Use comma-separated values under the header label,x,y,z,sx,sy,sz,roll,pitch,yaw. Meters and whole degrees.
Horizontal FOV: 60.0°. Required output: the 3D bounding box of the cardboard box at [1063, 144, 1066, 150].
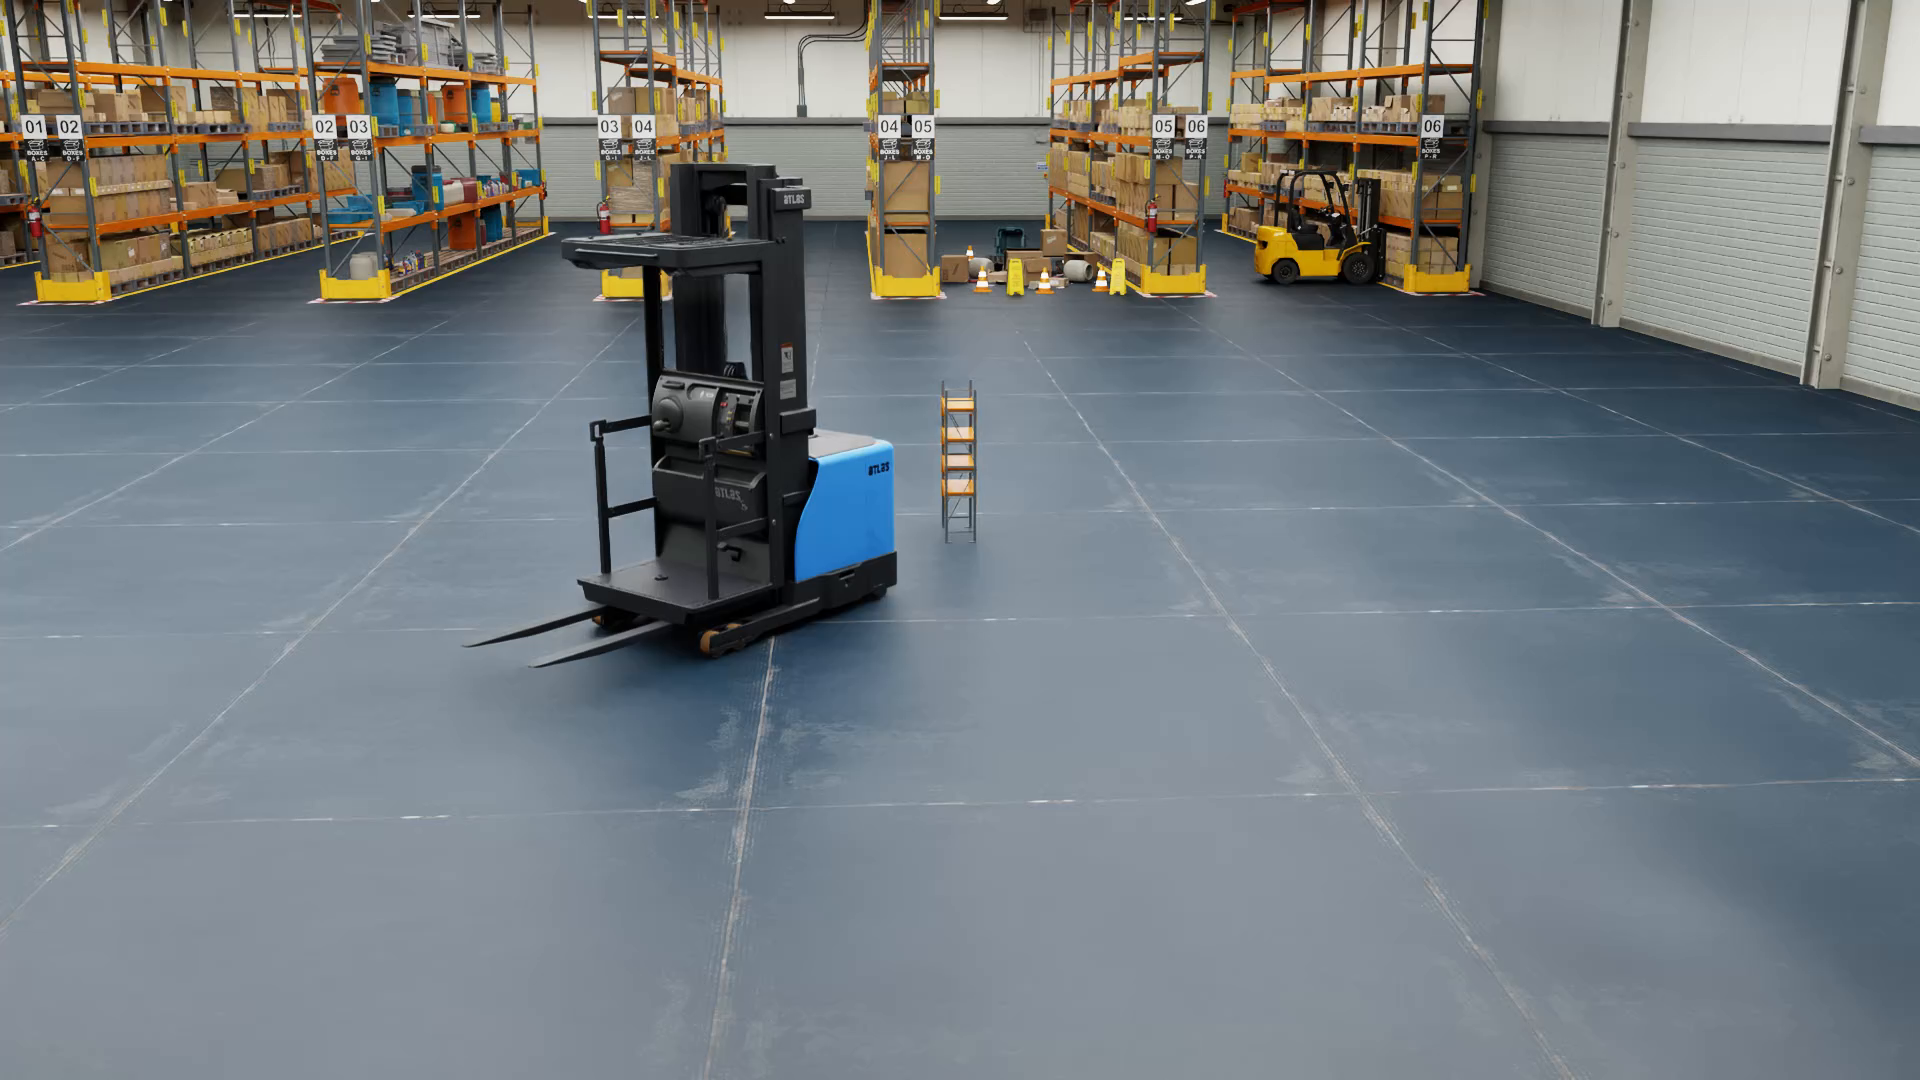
label,x,y,z,sx,sy,sz,roll,pitch,yaw
cardboard box,2.892,-10.211,43.184,0.380,0.149,0.250,-1,14,-4

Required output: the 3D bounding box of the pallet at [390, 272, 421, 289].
label,x,y,z,sx,sy,sz,roll,pitch,yaw
pallet,-11.032,-4.997,32.026,1.003,0.211,1.213,-1,14,-3

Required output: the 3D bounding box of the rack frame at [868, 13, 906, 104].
label,x,y,z,sx,sy,sz,roll,pitch,yaw
rack frame,-1.954,-12.837,44.861,1.000,3.000,0.127,-1,14,-3

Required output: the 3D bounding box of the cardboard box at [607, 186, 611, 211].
label,x,y,z,sx,sy,sz,roll,pitch,yaw
cardboard box,-6.077,-6.354,30.903,0.875,0.500,0.500,-1,14,-3

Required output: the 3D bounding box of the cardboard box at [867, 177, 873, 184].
label,x,y,z,sx,sy,sz,roll,pitch,yaw
cardboard box,-1.944,-8.284,38.268,0.380,0.149,0.250,-1,14,-2

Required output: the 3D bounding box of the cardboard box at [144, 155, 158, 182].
label,x,y,z,sx,sy,sz,roll,pitch,yaw
cardboard box,-15.989,-7.185,32.127,0.700,0.500,0.500,-1,14,-4

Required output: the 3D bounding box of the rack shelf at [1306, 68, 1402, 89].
label,x,y,z,sx,sy,sz,roll,pitch,yaw
rack shelf,8.554,-9.987,36.030,1.077,0.370,4.000,-1,14,-3

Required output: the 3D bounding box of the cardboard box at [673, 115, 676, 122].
label,x,y,z,sx,sy,sz,roll,pitch,yaw
cardboard box,-5.859,-8.393,33.108,0.380,0.149,0.250,0,14,-2

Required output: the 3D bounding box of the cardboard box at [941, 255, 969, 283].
label,x,y,z,sx,sy,sz,roll,pitch,yaw
cardboard box,-0.090,-5.368,32.881,0.500,0.500,0.500,2,15,6

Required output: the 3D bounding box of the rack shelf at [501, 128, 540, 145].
label,x,y,z,sx,sy,sz,roll,pitch,yaw
rack shelf,-11.730,-10.411,42.894,1.077,0.370,4.000,-1,14,-3

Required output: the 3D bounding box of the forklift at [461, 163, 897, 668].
label,x,y,z,sx,sy,sz,roll,pitch,yaw
forklift,-1.737,-0.837,10.395,1.130,2.935,3.031,11,18,36

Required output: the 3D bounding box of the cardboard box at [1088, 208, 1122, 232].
label,x,y,z,sx,sy,sz,roll,pitch,yaw
cardboard box,3.516,-7.391,39.155,0.875,0.875,0.875,-1,14,-4

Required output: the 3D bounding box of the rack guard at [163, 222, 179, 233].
label,x,y,z,sx,sy,sz,roll,pitch,yaw
rack guard,-21.744,-8.447,44.851,1.175,0.500,0.348,-1,14,-3

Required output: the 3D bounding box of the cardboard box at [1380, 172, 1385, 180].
label,x,y,z,sx,sy,sz,roll,pitch,yaw
cardboard box,8.560,-7.230,33.009,0.380,0.149,0.250,-1,14,-4

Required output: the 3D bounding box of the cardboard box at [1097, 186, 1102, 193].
label,x,y,z,sx,sy,sz,roll,pitch,yaw
cardboard box,3.262,-7.834,37.114,0.380,0.149,0.250,-1,14,-3

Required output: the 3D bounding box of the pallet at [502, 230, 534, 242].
label,x,y,z,sx,sy,sz,roll,pitch,yaw
pallet,-11.769,-7.945,43.483,1.003,0.211,1.213,-1,14,-3

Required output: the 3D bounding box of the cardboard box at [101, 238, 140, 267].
label,x,y,z,sx,sy,sz,roll,pitch,yaw
cardboard box,-15.695,-5.370,31.046,0.500,0.500,0.500,-1,14,-3

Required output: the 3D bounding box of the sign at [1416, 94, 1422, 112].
label,x,y,z,sx,sy,sz,roll,pitch,yaw
sign,8.383,-7.970,30.346,0.100,0.325,0.005,-1,14,-3

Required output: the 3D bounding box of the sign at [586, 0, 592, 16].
label,x,y,z,sx,sy,sz,roll,pitch,yaw
sign,-6.475,-9.332,29.046,0.100,0.325,0.005,-1,14,-3

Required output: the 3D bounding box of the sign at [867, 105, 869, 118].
label,x,y,z,sx,sy,sz,roll,pitch,yaw
sign,-2.248,-10.630,41.264,0.100,0.325,0.005,-1,14,-3

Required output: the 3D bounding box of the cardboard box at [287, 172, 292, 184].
label,x,y,z,sx,sy,sz,roll,pitch,yaw
cardboard box,-16.838,-8.903,41.407,0.500,0.500,0.500,-1,14,-3

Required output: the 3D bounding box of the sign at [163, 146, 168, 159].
label,x,y,z,sx,sy,sz,roll,pitch,yaw
sign,-21.200,-10.332,44.362,0.100,0.325,0.005,-1,14,-3

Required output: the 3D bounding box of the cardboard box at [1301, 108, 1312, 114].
label,x,y,z,sx,sy,sz,roll,pitch,yaw
cardboard box,8.113,-9.920,38.444,0.380,0.149,0.250,0,14,-2

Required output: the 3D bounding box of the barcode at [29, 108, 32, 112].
label,x,y,z,sx,sy,sz,roll,pitch,yaw
barcode,-16.307,-7.551,29.169,0.001,0.075,0.075,-1,14,-3

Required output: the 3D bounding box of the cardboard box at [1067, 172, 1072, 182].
label,x,y,z,sx,sy,sz,roll,pitch,yaw
cardboard box,2.974,-9.094,41.651,0.500,0.250,0.500,-1,14,-5

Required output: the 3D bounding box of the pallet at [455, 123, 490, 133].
label,x,y,z,sx,sy,sz,roll,pitch,yaw
pallet,-11.308,-9.367,37.773,1.003,0.211,1.213,-1,14,-3

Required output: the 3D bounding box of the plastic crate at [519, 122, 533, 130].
label,x,y,z,sx,sy,sz,roll,pitch,yaw
plastic crate,-11.508,-10.913,43.828,0.450,0.188,0.336,-1,14,-3

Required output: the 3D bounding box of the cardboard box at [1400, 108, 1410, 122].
label,x,y,z,sx,sy,sz,roll,pitch,yaw
cardboard box,8.555,-8.036,31.445,0.396,0.266,0.258,-1,14,-3

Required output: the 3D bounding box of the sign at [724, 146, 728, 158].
label,x,y,z,sx,sy,sz,roll,pitch,yaw
sign,-6.368,-10.561,45.254,0.100,0.325,0.005,-1,14,-3

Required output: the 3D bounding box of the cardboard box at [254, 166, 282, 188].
label,x,y,z,sx,sy,sz,roll,pitch,yaw
cardboard box,-16.380,-8.547,39.182,0.700,0.500,0.500,-5,15,-18

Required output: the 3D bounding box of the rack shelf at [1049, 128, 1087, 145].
label,x,y,z,sx,sy,sz,roll,pitch,yaw
rack shelf,3.104,-10.640,43.786,1.077,0.370,4.000,-1,14,-3

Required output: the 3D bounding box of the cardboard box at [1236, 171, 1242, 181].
label,x,y,z,sx,sy,sz,roll,pitch,yaw
cardboard box,7.759,-9.814,44.854,0.500,0.250,0.500,-1,14,-4

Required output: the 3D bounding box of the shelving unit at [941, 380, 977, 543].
label,x,y,z,sx,sy,sz,roll,pitch,yaw
shelving unit,-0.010,-0.622,13.037,0.258,1.200,0.503,-1,14,-3

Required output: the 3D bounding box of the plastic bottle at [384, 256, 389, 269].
label,x,y,z,sx,sy,sz,roll,pitch,yaw
plastic bottle,-11.346,-5.470,32.859,0.097,0.271,0.097,0,14,0

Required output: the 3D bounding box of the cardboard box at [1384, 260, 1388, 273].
label,x,y,z,sx,sy,sz,roll,pitch,yaw
cardboard box,8.537,-5.364,32.530,0.500,0.250,0.500,-1,14,-3

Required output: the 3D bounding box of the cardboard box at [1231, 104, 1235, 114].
label,x,y,z,sx,sy,sz,roll,pitch,yaw
cardboard box,7.711,-11.763,45.406,0.500,0.250,0.500,-1,14,-4

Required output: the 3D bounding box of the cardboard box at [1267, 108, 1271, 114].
label,x,y,z,sx,sy,sz,roll,pitch,yaw
cardboard box,7.824,-10.633,41.177,0.380,0.149,0.250,-1,14,-4

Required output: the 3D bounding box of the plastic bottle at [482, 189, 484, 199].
label,x,y,z,sx,sy,sz,roll,pitch,yaw
plastic bottle,-11.054,-8.020,38.410,0.061,0.283,0.133,-1,14,-3

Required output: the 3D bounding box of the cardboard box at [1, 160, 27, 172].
label,x,y,z,sx,sy,sz,roll,pitch,yaw
cardboard box,-21.019,-8.351,37.121,0.500,0.250,0.500,-1,14,-2

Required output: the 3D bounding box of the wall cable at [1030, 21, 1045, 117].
label,x,y,z,sx,sy,sz,roll,pitch,yaw
wall cable,2.346,-14.349,50.737,0.463,3.000,0.029,-1,14,-3

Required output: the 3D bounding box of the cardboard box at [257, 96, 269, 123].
label,x,y,z,sx,sy,sz,roll,pitch,yaw
cardboard box,-16.508,-10.029,38.720,0.600,0.600,0.600,-1,15,-6

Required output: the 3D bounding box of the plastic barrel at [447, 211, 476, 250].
label,x,y,z,sx,sy,sz,roll,pitch,yaw
plastic barrel,-11.406,-7.088,38.068,0.600,0.830,0.708,-1,14,-3

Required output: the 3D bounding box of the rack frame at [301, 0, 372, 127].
label,x,y,z,sx,sy,sz,roll,pitch,yaw
rack frame,-10.863,-8.730,28.898,1.000,3.000,0.127,-1,14,-3

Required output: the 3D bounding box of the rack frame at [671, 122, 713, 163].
label,x,y,z,sx,sy,sz,roll,pitch,yaw
rack frame,-6.663,-8.886,41.542,1.000,3.000,0.127,-1,14,-3

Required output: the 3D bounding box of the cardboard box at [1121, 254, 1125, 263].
label,x,y,z,sx,sy,sz,roll,pitch,yaw
cardboard box,3.535,-5.637,33.592,0.500,0.250,0.500,0,14,0

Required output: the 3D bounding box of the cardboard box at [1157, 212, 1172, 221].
label,x,y,z,sx,sy,sz,roll,pitch,yaw
cardboard box,3.735,-6.022,30.917,0.380,0.149,0.250,0,14,-2

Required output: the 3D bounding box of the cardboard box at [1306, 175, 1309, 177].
label,x,y,z,sx,sy,sz,roll,pitch,yaw
cardboard box,8.155,-8.400,38.153,0.380,0.149,0.250,0,14,-2
